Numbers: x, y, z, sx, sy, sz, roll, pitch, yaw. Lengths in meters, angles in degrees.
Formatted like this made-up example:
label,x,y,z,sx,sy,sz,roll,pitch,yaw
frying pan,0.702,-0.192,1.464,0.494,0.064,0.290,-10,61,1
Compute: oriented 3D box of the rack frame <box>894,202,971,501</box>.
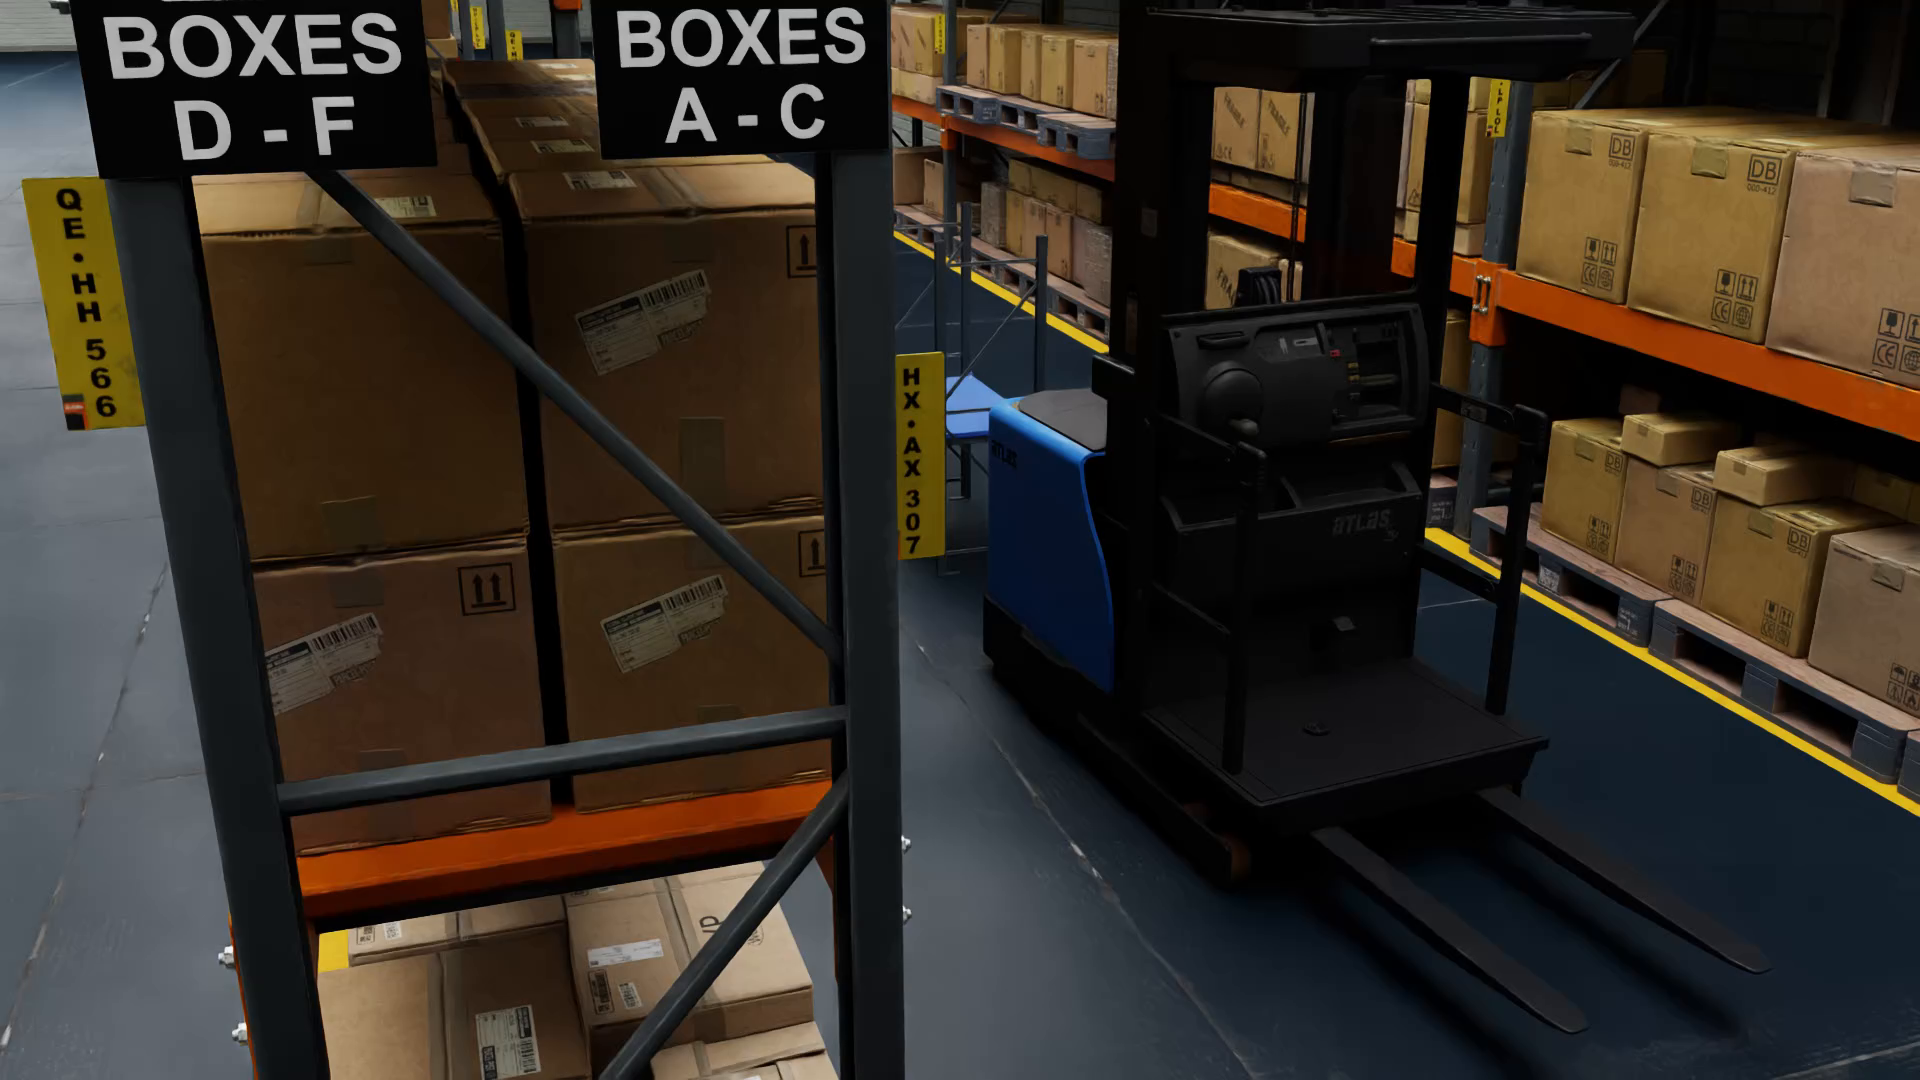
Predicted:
label,x,y,z,sx,sy,sz,roll,pitch,yaw
rack frame,-0.187,-0.896,8.193,0.500,1.500,0.032,-6,21,-17

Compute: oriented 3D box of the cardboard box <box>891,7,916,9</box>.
label,x,y,z,sx,sy,sz,roll,pitch,yaw
cardboard box,-0.747,-5.102,16.768,0.500,0.500,0.500,-7,21,-19

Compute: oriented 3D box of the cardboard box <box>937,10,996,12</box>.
label,x,y,z,sx,sy,sz,roll,pitch,yaw
cardboard box,0.083,-4.830,16.009,0.500,0.500,0.500,-6,21,-16

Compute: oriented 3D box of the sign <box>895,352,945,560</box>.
label,x,y,z,sx,sy,sz,roll,pitch,yaw
sign,-0.072,-0.125,2.547,0.100,0.325,0.005,-6,21,-17

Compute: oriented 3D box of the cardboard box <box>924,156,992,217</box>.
label,x,y,z,sx,sy,sz,roll,pitch,yaw
cardboard box,-0.021,-3.398,15.986,0.500,0.500,0.500,-8,21,-21

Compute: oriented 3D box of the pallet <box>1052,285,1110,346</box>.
label,x,y,z,sx,sy,sz,roll,pitch,yaw
pallet,1.356,-1.693,12.318,1.003,0.211,1.213,-6,21,-17

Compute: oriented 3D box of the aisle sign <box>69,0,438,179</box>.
label,x,y,z,sx,sy,sz,roll,pitch,yaw
aisle sign,-0.856,-0.829,1.941,0.394,0.787,0.004,-6,21,-17

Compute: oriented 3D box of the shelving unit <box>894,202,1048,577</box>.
label,x,y,z,sx,sy,sz,roll,pitch,yaw
shelving unit,-0.027,-0.733,7.739,0.538,1.500,1.048,-6,21,-17

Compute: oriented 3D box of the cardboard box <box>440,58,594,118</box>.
label,x,y,z,sx,sy,sz,roll,pitch,yaw
cardboard box,-1.439,-1.326,5.545,0.500,0.500,0.500,-6,21,-17

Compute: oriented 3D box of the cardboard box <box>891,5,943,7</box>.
label,x,y,z,sx,sy,sz,roll,pitch,yaw
cardboard box,-0.415,-5.322,17.380,0.500,0.500,0.500,-6,21,-16

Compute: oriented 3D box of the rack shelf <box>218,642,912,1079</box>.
label,x,y,z,sx,sy,sz,roll,pitch,yaw
rack shelf,-1.215,0.037,4.441,1.077,0.370,4.000,-6,21,-17

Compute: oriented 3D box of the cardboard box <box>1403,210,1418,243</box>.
label,x,y,z,sx,sy,sz,roll,pitch,yaw
cardboard box,2.381,-1.519,8.051,0.380,0.149,0.250,-6,21,-16

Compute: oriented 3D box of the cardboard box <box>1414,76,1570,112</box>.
label,x,y,z,sx,sy,sz,roll,pitch,yaw
cardboard box,2.468,-2.143,7.719,0.500,0.250,0.500,-6,21,-16

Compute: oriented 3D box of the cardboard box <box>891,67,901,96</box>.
label,x,y,z,sx,sy,sz,roll,pitch,yaw
cardboard box,-0.415,-4.417,15.970,0.500,0.250,0.500,-7,21,-18

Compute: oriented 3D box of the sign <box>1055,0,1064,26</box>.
label,x,y,z,sx,sy,sz,roll,pitch,yaw
sign,0.869,-4.643,14.694,0.100,0.325,0.005,-6,21,-17

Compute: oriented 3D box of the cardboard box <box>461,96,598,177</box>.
label,x,y,z,sx,sy,sz,roll,pitch,yaw
cardboard box,-0.960,-0.839,4.188,0.500,0.500,0.500,-7,21,-18

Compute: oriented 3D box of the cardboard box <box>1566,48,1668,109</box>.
label,x,y,z,sx,sy,sz,roll,pitch,yaw
cardboard box,2.960,-2.196,7.865,0.500,0.250,0.500,-6,21,-16

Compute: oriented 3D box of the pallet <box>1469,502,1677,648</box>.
label,x,y,z,sx,sy,sz,roll,pitch,yaw
pallet,3.022,0.094,7.344,1.003,0.211,1.213,-6,21,-17

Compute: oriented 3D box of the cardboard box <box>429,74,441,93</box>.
label,x,y,z,sx,sy,sz,roll,pitch,yaw
cardboard box,-1.800,-1.115,4.955,0.500,0.500,0.500,-7,21,-19

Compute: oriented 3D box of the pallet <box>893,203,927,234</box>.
label,x,y,z,sx,sy,sz,roll,pitch,yaw
pallet,-0.289,-3.330,16.875,1.003,0.211,1.213,-6,21,-17

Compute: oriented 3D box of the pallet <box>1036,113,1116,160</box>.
label,x,y,z,sx,sy,sz,roll,pitch,yaw
pallet,1.275,-2.882,11.786,1.213,0.211,1.003,-6,21,-17

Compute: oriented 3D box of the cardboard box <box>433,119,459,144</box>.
label,x,y,z,sx,sy,sz,roll,pitch,yaw
cardboard box,-1.315,-0.619,3.576,0.500,0.500,0.500,-6,21,-16

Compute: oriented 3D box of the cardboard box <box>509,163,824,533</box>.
label,x,y,z,sx,sy,sz,roll,pitch,yaw
cardboard box,-0.476,-0.348,2.821,0.500,0.500,0.500,-6,21,-16

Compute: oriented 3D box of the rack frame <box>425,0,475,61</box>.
label,x,y,z,sx,sy,sz,roll,pitch,yaw
rack frame,-4.358,-3.511,13.254,1.000,3.000,0.127,-6,21,-17

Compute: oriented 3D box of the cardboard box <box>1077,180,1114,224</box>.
label,x,y,z,sx,sy,sz,roll,pitch,yaw
cardboard box,1.205,-2.553,12.526,0.500,0.250,0.500,-6,21,-16

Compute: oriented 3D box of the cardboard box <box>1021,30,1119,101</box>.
label,x,y,z,sx,sy,sz,roll,pitch,yaw
cardboard box,0.876,-3.737,13.086,0.700,0.500,0.500,-4,20,-10

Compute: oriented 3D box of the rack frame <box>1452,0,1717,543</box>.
label,x,y,z,sx,sy,sz,roll,pitch,yaw
rack frame,2.857,-1.471,7.575,1.000,3.000,0.127,-6,21,-17

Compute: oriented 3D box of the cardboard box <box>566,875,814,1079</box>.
label,x,y,z,sx,sy,sz,roll,pitch,yaw
cardboard box,-0.646,1.062,3.939,0.500,0.250,0.500,-6,21,-17

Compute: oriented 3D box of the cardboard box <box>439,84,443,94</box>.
label,x,y,z,sx,sy,sz,roll,pitch,yaw
cardboard box,-2.690,-1.968,8.189,0.700,0.500,0.500,-3,20,-7

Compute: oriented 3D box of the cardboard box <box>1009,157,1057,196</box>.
label,x,y,z,sx,sy,sz,roll,pitch,yaw
cardboard box,0.732,-3.046,13.899,0.500,0.250,0.500,-7,21,-18

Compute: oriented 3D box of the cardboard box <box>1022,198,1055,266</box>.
label,x,y,z,sx,sy,sz,roll,pitch,yaw
cardboard box,0.922,-2.506,13.503,0.700,0.500,0.500,-6,21,-17

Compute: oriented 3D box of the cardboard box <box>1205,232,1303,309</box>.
label,x,y,z,sx,sy,sz,roll,pitch,yaw
cardboard box,1.976,-1.409,9.961,0.750,0.750,0.750,-6,21,-17

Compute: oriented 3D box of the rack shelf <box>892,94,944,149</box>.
label,x,y,z,sx,sy,sz,roll,pitch,yaw
rack shelf,-0.286,-4.342,16.631,1.077,0.370,4.000,-6,21,-17

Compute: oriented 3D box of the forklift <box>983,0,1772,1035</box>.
label,x,y,z,sx,sy,sz,roll,pitch,yaw
forklift,1.150,-0.504,4.983,1.130,2.935,3.031,-9,21,-22

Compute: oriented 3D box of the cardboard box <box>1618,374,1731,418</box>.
label,x,y,z,sx,sy,sz,roll,pitch,yaw
cardboard box,3.138,-0.614,7.306,0.380,0.149,0.250,-7,21,-18

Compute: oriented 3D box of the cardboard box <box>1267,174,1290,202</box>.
label,x,y,z,sx,sy,sz,roll,pitch,yaw
cardboard box,1.976,-2.025,9.458,0.380,0.149,0.250,-6,21,-17

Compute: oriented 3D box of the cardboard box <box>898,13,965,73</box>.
label,x,y,z,sx,sy,sz,roll,pitch,yaw
cardboard box,-0.261,-4.608,15.393,0.500,0.500,0.500,-7,21,-18

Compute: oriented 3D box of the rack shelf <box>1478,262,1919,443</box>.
label,x,y,z,sx,sy,sz,roll,pitch,yaw
rack shelf,3.486,-0.491,5.909,1.077,0.370,4.000,-6,21,-17

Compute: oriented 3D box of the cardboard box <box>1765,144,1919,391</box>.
label,x,y,z,sx,sy,sz,roll,pitch,yaw
cardboard box,3.475,-0.969,5.734,0.980,0.700,0.700,-7,21,-20

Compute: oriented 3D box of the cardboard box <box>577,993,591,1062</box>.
label,x,y,z,sx,sy,sz,roll,pitch,yaw
cardboard box,-1.033,1.179,3.738,0.380,0.166,0.250,-6,21,-17

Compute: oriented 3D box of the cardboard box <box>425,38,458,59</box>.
label,x,y,z,sx,sy,sz,roll,pitch,yaw
cardboard box,-4.259,-3.970,13.424,0.380,0.149,0.250,-6,21,-17

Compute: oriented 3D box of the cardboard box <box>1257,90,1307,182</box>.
label,x,y,z,sx,sy,sz,roll,pitch,yaw
cardboard box,1.992,-2.273,9.191,0.500,0.500,0.500,-6,21,-16

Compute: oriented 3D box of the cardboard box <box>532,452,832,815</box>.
label,x,y,z,sx,sy,sz,roll,pitch,yaw
cardboard box,-0.476,0.123,2.990,0.500,0.500,0.500,-6,21,-16

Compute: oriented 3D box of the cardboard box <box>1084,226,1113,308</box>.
label,x,y,z,sx,sy,sz,roll,pitch,yaw
cardboard box,1.324,-2.011,12.125,0.700,0.500,0.500,-6,21,-16

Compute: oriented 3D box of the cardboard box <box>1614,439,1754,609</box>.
label,x,y,z,sx,sy,sz,roll,pitch,yaw
cardboard box,3.150,-0.080,6.778,0.700,0.500,0.500,-7,21,-18

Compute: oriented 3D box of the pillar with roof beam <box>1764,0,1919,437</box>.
label,x,y,z,sx,sy,sz,roll,pitch,yaw
pillar with roof beam,-0.188,-3.704,4.918,9.100,9.000,0.400,-6,21,-17

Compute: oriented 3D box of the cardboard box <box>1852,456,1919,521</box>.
label,x,y,z,sx,sy,sz,roll,pitch,yaw
cardboard box,3.550,-0.197,6.145,0.380,0.149,0.250,-7,21,-18

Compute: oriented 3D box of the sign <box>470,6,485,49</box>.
label,x,y,z,sx,sy,sz,roll,pitch,yaw
sign,-3.846,-4.079,13.240,0.100,0.325,0.005,-6,21,-17

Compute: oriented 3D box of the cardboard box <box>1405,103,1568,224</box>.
label,x,y,z,sx,sy,sz,roll,pitch,yaw
cardboard box,2.473,-1.789,7.842,0.500,0.500,0.500,-7,21,-18

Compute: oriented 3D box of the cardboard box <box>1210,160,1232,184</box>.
label,x,y,z,sx,sy,sz,roll,pitch,yaw
cardboard box,1.754,-2.272,10.147,0.380,0.149,0.250,-7,21,-18

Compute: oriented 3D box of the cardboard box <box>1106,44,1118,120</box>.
label,x,y,z,sx,sy,sz,roll,pitch,yaw
cardboard box,1.443,-3.159,11.474,0.700,0.500,0.500,-9,22,-24
